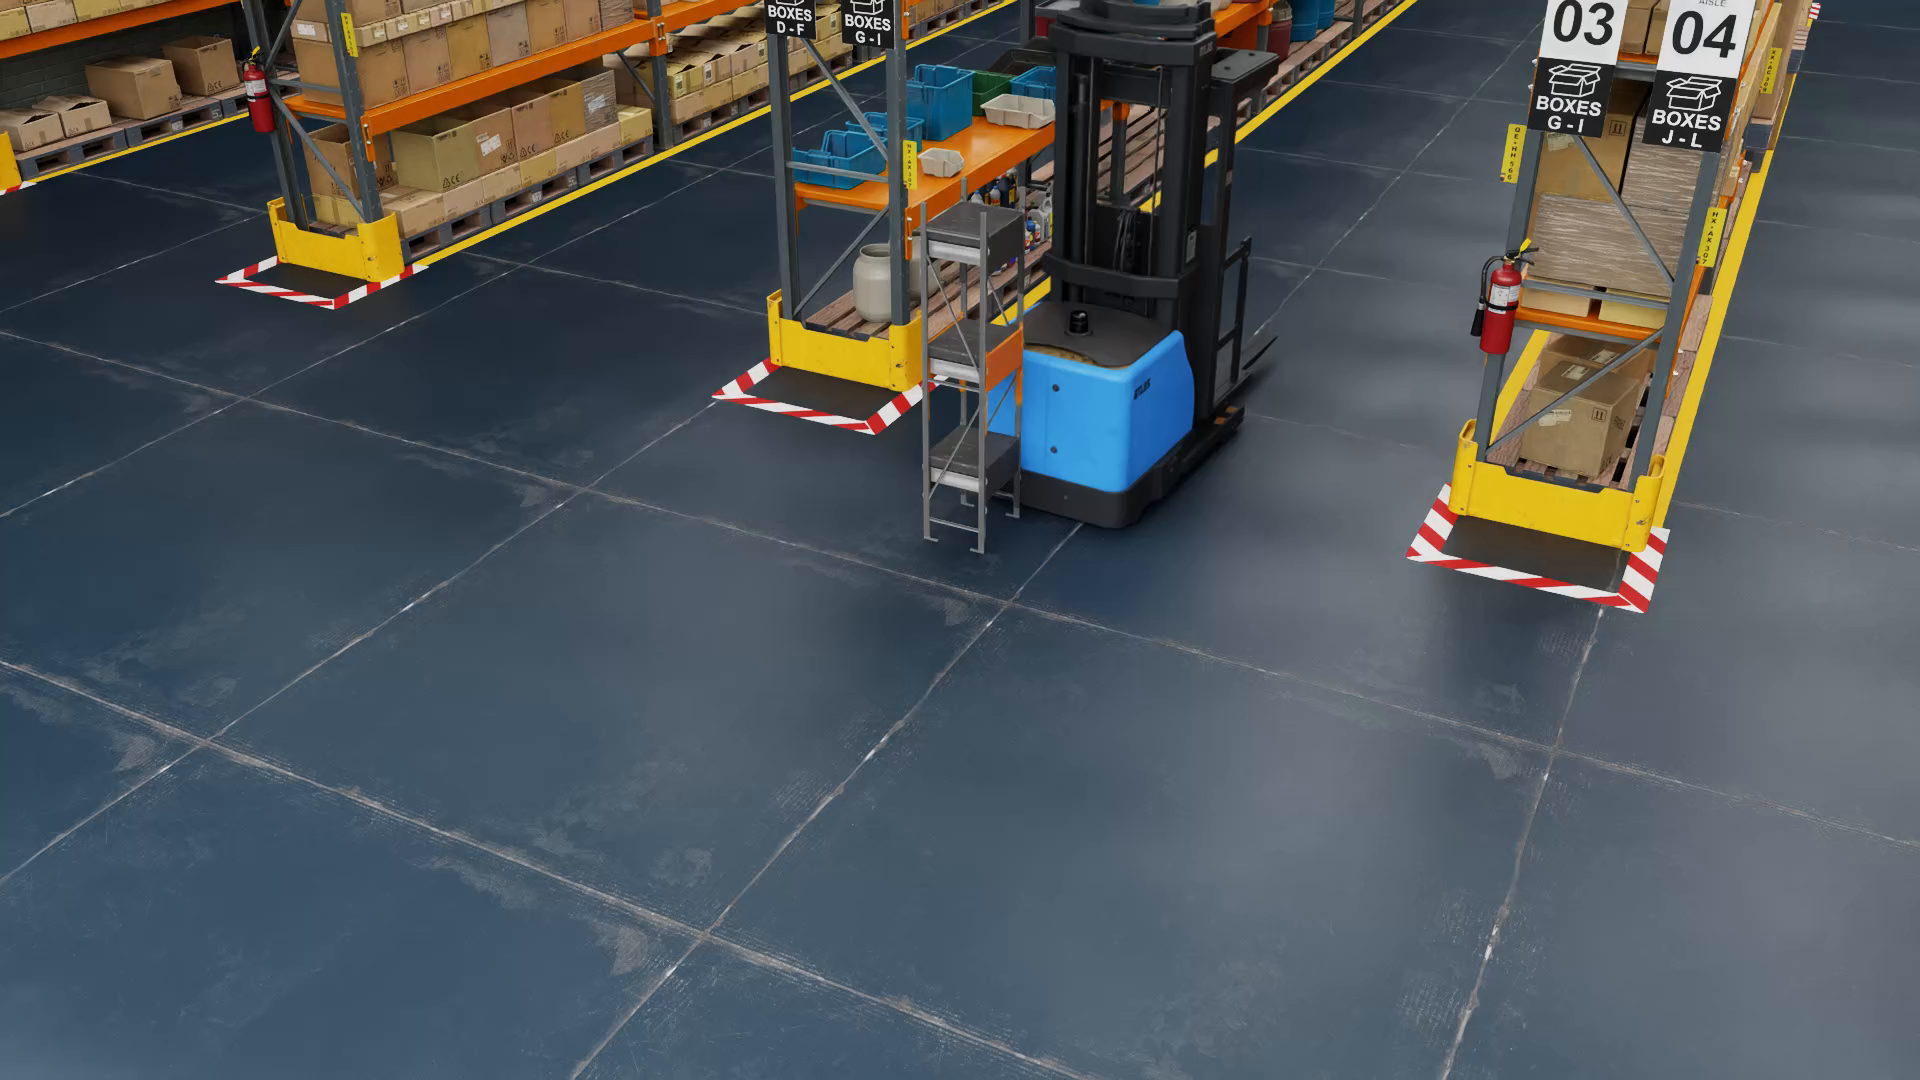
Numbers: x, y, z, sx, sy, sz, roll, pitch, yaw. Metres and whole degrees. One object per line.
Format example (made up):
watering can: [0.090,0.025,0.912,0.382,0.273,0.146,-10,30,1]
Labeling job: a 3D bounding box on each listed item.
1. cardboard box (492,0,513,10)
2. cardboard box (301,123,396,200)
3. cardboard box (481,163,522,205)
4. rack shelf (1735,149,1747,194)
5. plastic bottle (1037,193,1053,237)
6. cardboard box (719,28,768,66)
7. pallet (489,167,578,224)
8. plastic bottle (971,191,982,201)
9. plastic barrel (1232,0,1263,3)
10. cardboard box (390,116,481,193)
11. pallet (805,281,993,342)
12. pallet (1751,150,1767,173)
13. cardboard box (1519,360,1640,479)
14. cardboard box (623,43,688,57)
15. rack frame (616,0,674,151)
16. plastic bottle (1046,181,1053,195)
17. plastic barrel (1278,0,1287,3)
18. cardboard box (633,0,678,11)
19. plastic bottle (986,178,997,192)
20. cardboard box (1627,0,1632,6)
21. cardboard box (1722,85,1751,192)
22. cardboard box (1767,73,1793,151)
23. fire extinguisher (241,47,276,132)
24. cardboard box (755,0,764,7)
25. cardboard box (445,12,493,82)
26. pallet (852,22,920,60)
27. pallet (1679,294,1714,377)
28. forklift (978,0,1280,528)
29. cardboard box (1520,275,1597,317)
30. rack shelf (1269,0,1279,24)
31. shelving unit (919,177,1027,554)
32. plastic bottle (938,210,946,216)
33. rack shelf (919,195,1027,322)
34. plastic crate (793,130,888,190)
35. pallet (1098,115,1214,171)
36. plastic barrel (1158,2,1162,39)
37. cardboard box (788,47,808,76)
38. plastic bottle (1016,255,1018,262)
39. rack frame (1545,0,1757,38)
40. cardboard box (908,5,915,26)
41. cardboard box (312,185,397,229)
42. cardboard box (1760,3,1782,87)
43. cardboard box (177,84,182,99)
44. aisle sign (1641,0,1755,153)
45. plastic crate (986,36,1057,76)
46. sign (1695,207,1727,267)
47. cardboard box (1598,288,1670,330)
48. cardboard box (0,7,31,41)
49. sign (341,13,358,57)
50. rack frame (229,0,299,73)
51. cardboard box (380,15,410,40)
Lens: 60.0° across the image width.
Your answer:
cardboard box: [-4.158,-4.770,14.583,0.380,0.149,0.250,15,33,24]
cardboard box: [-5.250,-3.259,14.290,0.500,0.500,0.500,14,33,23]
cardboard box: [-4.335,-3.260,15.045,0.500,0.250,0.500,14,33,23]
rack shelf: [6.320,-3.738,14.260,1.077,0.370,4.000,14,33,23]
plastic bottle: [0.729,-2.750,14.035,0.144,0.351,0.185,14,33,23]
cardboard box: [-2.298,-5.454,18.301,0.500,0.311,0.500,15,33,25]
pallet: [-4.362,-3.317,15.605,1.003,0.211,1.213,14,33,23]
plastic bottle: [0.143,-2.873,14.330,0.097,0.271,0.097,0,30,0]
plastic barrel: [2.881,-5.845,17.069,0.600,0.536,0.708,14,33,23]
cardboard box: [-4.561,-3.363,14.471,0.500,0.500,0.500,14,33,23]
pallet: [-0.454,-1.708,12.802,1.003,0.211,1.213,14,33,23]
pallet: [7.658,-4.060,16.898,1.003,0.211,1.213,14,33,23]
cardboard box: [3.887,-0.761,10.442,0.500,0.500,0.500,21,36,32]
cardboard box: [-3.247,-5.122,17.724,0.500,0.311,0.500,15,33,25]
rack frame: [-3.408,-5.412,16.453,1.000,3.000,0.127,14,33,23]
plastic bottle: [0.835,-3.011,14.489,0.144,0.351,0.185,14,33,23]
plastic barrel: [3.722,-6.155,19.824,0.421,0.512,0.421,0,30,0]
cardboard box: [-3.222,-5.575,16.888,0.500,0.250,0.500,17,34,26]
plastic bottle: [0.263,-3.065,14.584,0.144,0.351,0.185,15,33,25]
cardboard box: [3.436,-2.992,8.977,0.380,0.149,0.250,14,33,23]
cardboard box: [4.314,-2.398,9.801,0.500,0.500,0.500,14,33,23]
cardboard box: [7.564,-4.498,16.574,1.225,0.875,0.875,13,32,21]
fire extinguisher: [-5.697,-3.658,13.477,0.296,0.674,0.183,14,33,23]
cardboard box: [-2.086,-6.253,19.693,0.500,0.311,0.500,15,33,25]
cardboard box: [-4.540,-4.339,14.484,0.700,0.500,0.500,15,33,24]
pallet: [-1.212,-6.299,20.797,1.003,0.211,1.213,14,33,23]
pallet: [5.135,-1.648,12.699,1.003,0.211,1.213,14,33,23]
forklift: [1.282,-2.039,10.648,1.130,2.935,3.031,16,34,26]
cardboard box: [3.533,-1.454,9.813,0.380,0.149,0.250,14,33,23]
rack shelf: [3.733,-6.635,19.304,1.077,0.370,4.000,14,33,23]
shelving unit: [0.075,-0.984,9.645,0.431,2.100,0.503,14,33,23]
plastic bottle: [-0.173,-2.604,13.856,0.152,0.276,0.135,13,32,22]
rack shelf: [0.075,-1.579,9.304,0.431,0.518,0.480,14,33,23]
plastic crate: [-0.860,-2.739,11.947,0.499,0.251,0.616,14,33,23]
pallet: [1.878,-3.977,16.755,1.003,0.211,1.213,14,33,23]
plastic barrel: [1.631,-4.720,15.111,0.433,0.535,0.433,0,30,0]
cardboard box: [-2.071,-5.435,18.832,0.500,0.250,0.500,15,33,24]
plastic bottle: [0.437,-2.406,13.516,0.097,0.271,0.097,0,30,0]
rack frame: [3.587,-3.992,7.955,1.000,3.000,0.127,14,33,23]
cardboard box: [-0.890,-6.663,20.699,0.500,0.500,0.500,13,32,22]
cardboard box: [-5.249,-2.933,14.476,0.500,0.250,0.500,14,33,23]
cardboard box: [5.449,-3.507,11.733,0.500,0.500,0.500,14,33,23]
cardboard box: [-8.566,-4.784,17.781,0.380,0.149,0.250,12,32,19]
aisle sign: [3.826,-2.422,8.635,0.394,0.787,0.004,14,33,23]
plastic crate: [0.648,-4.057,14.155,0.767,0.338,0.504,14,33,23]
sign: [4.070,-1.642,9.019,0.100,0.325,0.005,14,33,23]
cardboard box: [3.929,-1.353,9.637,0.380,0.149,0.250,14,33,23]
cardboard box: [-9.136,-4.849,15.603,0.500,0.250,0.500,13,32,22]
sign: [-4.739,-3.920,12.906,0.100,0.325,0.005,14,33,23]
rack frame: [-7.819,-6.534,18.407,1.000,3.000,0.127,14,33,23]
cardboard box: [-4.742,-4.206,13.601,0.380,0.149,0.250,13,32,22]
